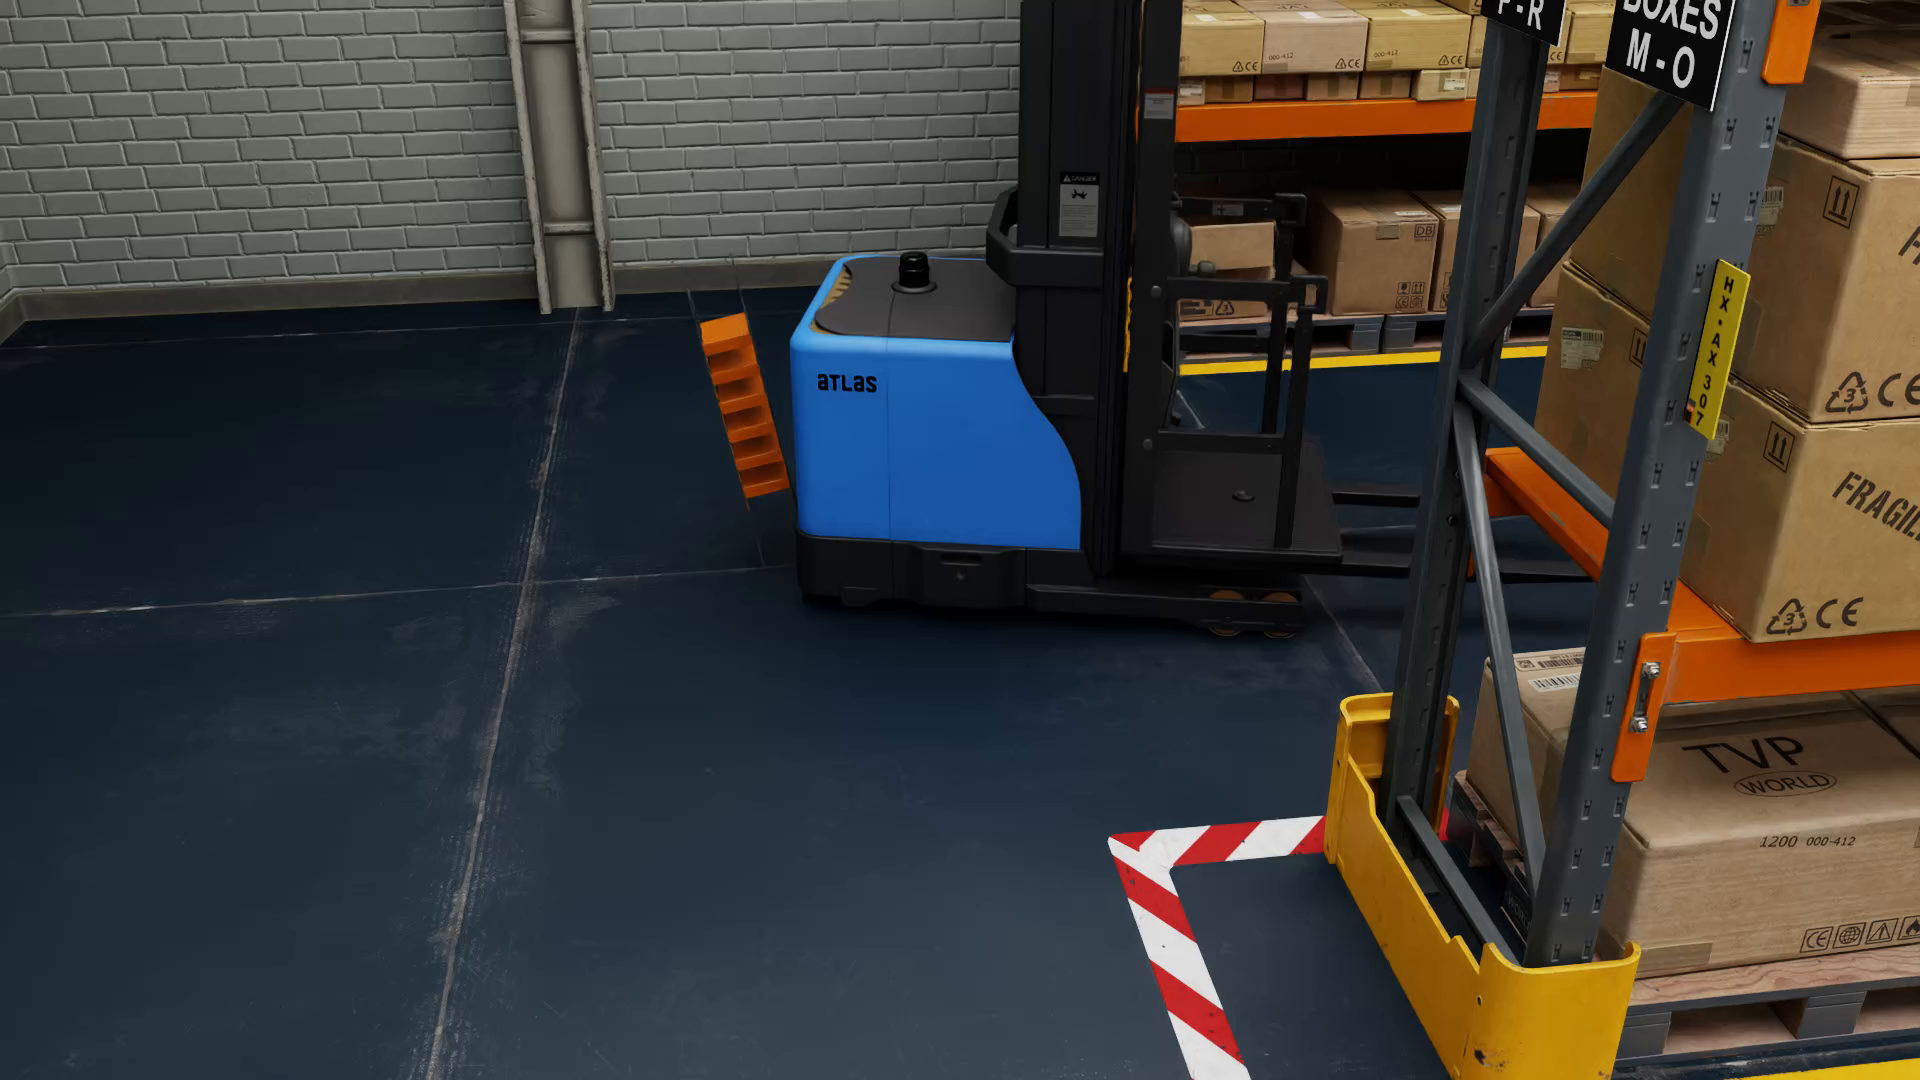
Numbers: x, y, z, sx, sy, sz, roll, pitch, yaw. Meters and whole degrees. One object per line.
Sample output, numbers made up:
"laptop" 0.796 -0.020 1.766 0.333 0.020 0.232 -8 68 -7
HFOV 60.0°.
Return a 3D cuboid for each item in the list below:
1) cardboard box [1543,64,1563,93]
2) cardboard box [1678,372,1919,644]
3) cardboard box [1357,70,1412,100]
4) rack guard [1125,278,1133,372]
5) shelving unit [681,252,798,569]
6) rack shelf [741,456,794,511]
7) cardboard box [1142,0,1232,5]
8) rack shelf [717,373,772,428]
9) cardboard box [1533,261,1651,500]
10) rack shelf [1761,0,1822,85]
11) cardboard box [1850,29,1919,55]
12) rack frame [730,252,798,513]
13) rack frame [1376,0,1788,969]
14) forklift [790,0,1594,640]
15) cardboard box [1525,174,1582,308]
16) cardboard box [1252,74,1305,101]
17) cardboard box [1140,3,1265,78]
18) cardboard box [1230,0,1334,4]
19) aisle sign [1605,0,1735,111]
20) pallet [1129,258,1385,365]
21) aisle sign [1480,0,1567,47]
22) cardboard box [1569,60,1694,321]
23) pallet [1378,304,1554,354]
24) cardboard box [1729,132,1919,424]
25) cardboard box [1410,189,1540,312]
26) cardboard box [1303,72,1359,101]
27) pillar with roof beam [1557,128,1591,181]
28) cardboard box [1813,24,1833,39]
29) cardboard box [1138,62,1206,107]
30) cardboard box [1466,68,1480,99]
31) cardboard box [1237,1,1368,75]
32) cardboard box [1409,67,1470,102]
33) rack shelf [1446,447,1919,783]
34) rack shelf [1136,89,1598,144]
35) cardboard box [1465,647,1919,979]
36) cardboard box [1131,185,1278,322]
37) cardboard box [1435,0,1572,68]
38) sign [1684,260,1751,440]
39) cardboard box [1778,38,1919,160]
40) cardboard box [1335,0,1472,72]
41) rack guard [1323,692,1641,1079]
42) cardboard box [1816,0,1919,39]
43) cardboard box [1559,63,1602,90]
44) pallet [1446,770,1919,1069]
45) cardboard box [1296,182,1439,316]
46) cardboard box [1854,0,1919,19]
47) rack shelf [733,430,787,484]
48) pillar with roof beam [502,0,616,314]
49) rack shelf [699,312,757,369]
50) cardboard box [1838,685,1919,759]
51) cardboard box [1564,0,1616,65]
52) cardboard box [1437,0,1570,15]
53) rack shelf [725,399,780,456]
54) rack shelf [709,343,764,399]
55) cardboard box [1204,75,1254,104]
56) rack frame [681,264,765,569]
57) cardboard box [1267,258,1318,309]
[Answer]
"cardboard box" 2.802 -2.347 8.314 0.250 0.149 0.380 -4 27 -7
"cardboard box" 1.863 -0.131 3.610 0.500 0.500 0.500 -4 27 -8
"cardboard box" 2.038 -2.292 8.206 0.250 0.149 0.380 -3 27 -6
"rack guard" 0.728 -1.322 8.779 0.348 0.500 1.175 -4 27 -7
"shelving unit" -0.809 -0.477 6.348 0.189 1.200 0.258 -14 29 -4
"rack shelf" -0.757 -0.233 6.485 0.180 0.103 0.258 -14 29 -4
"cardboard box" 1.071 -2.644 8.456 0.500 0.250 0.500 -3 27 -6
"rack shelf" -0.823 -0.542 6.312 0.180 0.103 0.258 -14 29 -4
"cardboard box" 1.788 -0.381 4.096 0.500 0.500 0.500 -4 27 -7
"rack shelf" 3.328 -1.327 3.554 4.000 0.370 1.077 -4 27 -7
"cardboard box" 1.987 -0.910 3.322 0.250 0.149 0.380 -3 27 -6
"rack frame" -0.721 -0.500 6.355 0.006 1.200 0.240 -14 29 -4
"rack frame" 1.348 -0.186 3.826 0.127 3.000 1.000 -4 27 -7
"forklift" 0.940 -1.199 5.877 3.031 2.935 1.130 3 27 6
"cardboard box" 3.151 -1.603 8.866 0.500 0.500 0.700 -5 28 -9
"cardboard box" 1.517 -2.284 8.191 0.250 0.149 0.380 -4 27 -8
"cardboard box" 1.139 -2.402 7.984 0.500 0.250 0.500 -4 27 -7
"cardboard box" 1.582 -2.676 8.519 0.500 0.250 0.500 -4 27 -7
"aisle sign" 1.317 -1.207 2.968 0.004 0.787 0.394 -4 27 -7
"pallet" 1.517 -1.245 8.945 1.213 0.211 1.003 -4 27 -7
"aisle sign" 1.233 -1.478 3.497 0.004 0.787 0.394 -4 27 -7
"cardboard box" 1.792 -0.813 3.845 0.500 0.500 0.500 -3 27 -5
"pallet" 2.723 -1.321 9.093 1.213 0.211 1.003 -4 27 -7
"cardboard box" 1.863 -0.577 3.384 0.500 0.500 0.500 -4 27 -8
"cardboard box" 2.661 -1.525 8.715 0.500 0.500 0.500 -3 27 -6
"cardboard box" 1.776 -2.272 8.168 0.250 0.149 0.380 -3 27 -5
"pillar with roof beam" 4.398 -3.770 4.240 0.400 9.000 9.100 -4 27 -7
"cardboard box" 1.675 -1.077 3.648 0.250 0.149 0.380 -3 27 -6
"cardboard box" 1.016 -2.214 8.055 0.250 0.149 0.380 -4 27 -8
"cardboard box" 2.557 -2.300 8.222 0.250 0.149 0.380 -3 27 -6
"cardboard box" 1.639 -2.434 8.047 0.500 0.250 0.500 -3 27 -7
"cardboard box" 2.299 -2.274 8.171 0.250 0.149 0.380 -4 27 -9
"rack shelf" 3.328 0.007 4.238 4.000 0.370 1.077 -4 27 -7
"rack shelf" 2.633 -2.237 8.611 4.000 0.370 1.077 -4 27 -7
"cardboard box" 1.987 0.680 4.485 0.875 0.438 0.875 -5 28 -9
"cardboard box" 1.271 -1.502 8.665 0.637 0.503 0.797 -5 28 -9
"cardboard box" 2.643 -2.510 8.195 0.500 0.250 0.500 -4 27 -8
"sign" 1.419 -0.355 3.121 0.005 0.325 0.100 -4 27 -7
"cardboard box" 1.738 -0.861 3.227 0.250 0.149 0.380 -3 27 -6
"cardboard box" 2.140 -2.468 8.113 0.500 0.250 0.500 -4 27 -8
"rack guard" 1.324 0.928 4.394 0.348 0.500 1.175 -4 27 -7
"cardboard box" 1.923 -1.104 3.701 0.250 0.149 0.380 -3 27 -6
"cardboard box" 3.040 -2.384 8.387 0.250 0.149 0.380 -3 27 -6
"pallet" 2.129 0.969 4.631 1.213 0.211 1.003 -4 27 -7
"cardboard box" 2.123 -1.537 8.738 0.500 0.500 0.700 -3 27 -5
"cardboard box" 2.167 -1.158 3.807 0.250 0.149 0.380 -4 27 -8
"rack shelf" -0.779 -0.336 6.427 0.180 0.103 0.258 -14 29 -4
"pillar with roof beam" -1.543 -3.388 3.496 0.400 9.000 9.100 -4 27 -7
"rack shelf" -0.867 -0.748 6.197 0.180 0.103 0.258 -14 29 -4
"cardboard box" 2.892 0.618 4.606 0.875 0.438 0.875 -3 27 -6
"cardboard box" 3.153 -2.542 8.258 0.500 0.250 0.500 -4 27 -7
"cardboard box" 2.625 -2.831 7.999 0.500 0.500 0.500 -3 27 -6
"rack shelf" -0.801 -0.439 6.370 0.180 0.103 0.258 -14 29 -4
"rack shelf" -0.845 -0.645 6.255 0.180 0.103 0.258 -14 29 -4
"cardboard box" 1.262 -2.252 8.128 0.250 0.149 0.380 -3 27 -6
"rack frame" -0.898 -0.455 6.342 0.006 1.200 0.240 -14 29 -4
"cardboard box" 1.697 -1.353 8.765 0.250 0.149 0.380 -5 28 -9
